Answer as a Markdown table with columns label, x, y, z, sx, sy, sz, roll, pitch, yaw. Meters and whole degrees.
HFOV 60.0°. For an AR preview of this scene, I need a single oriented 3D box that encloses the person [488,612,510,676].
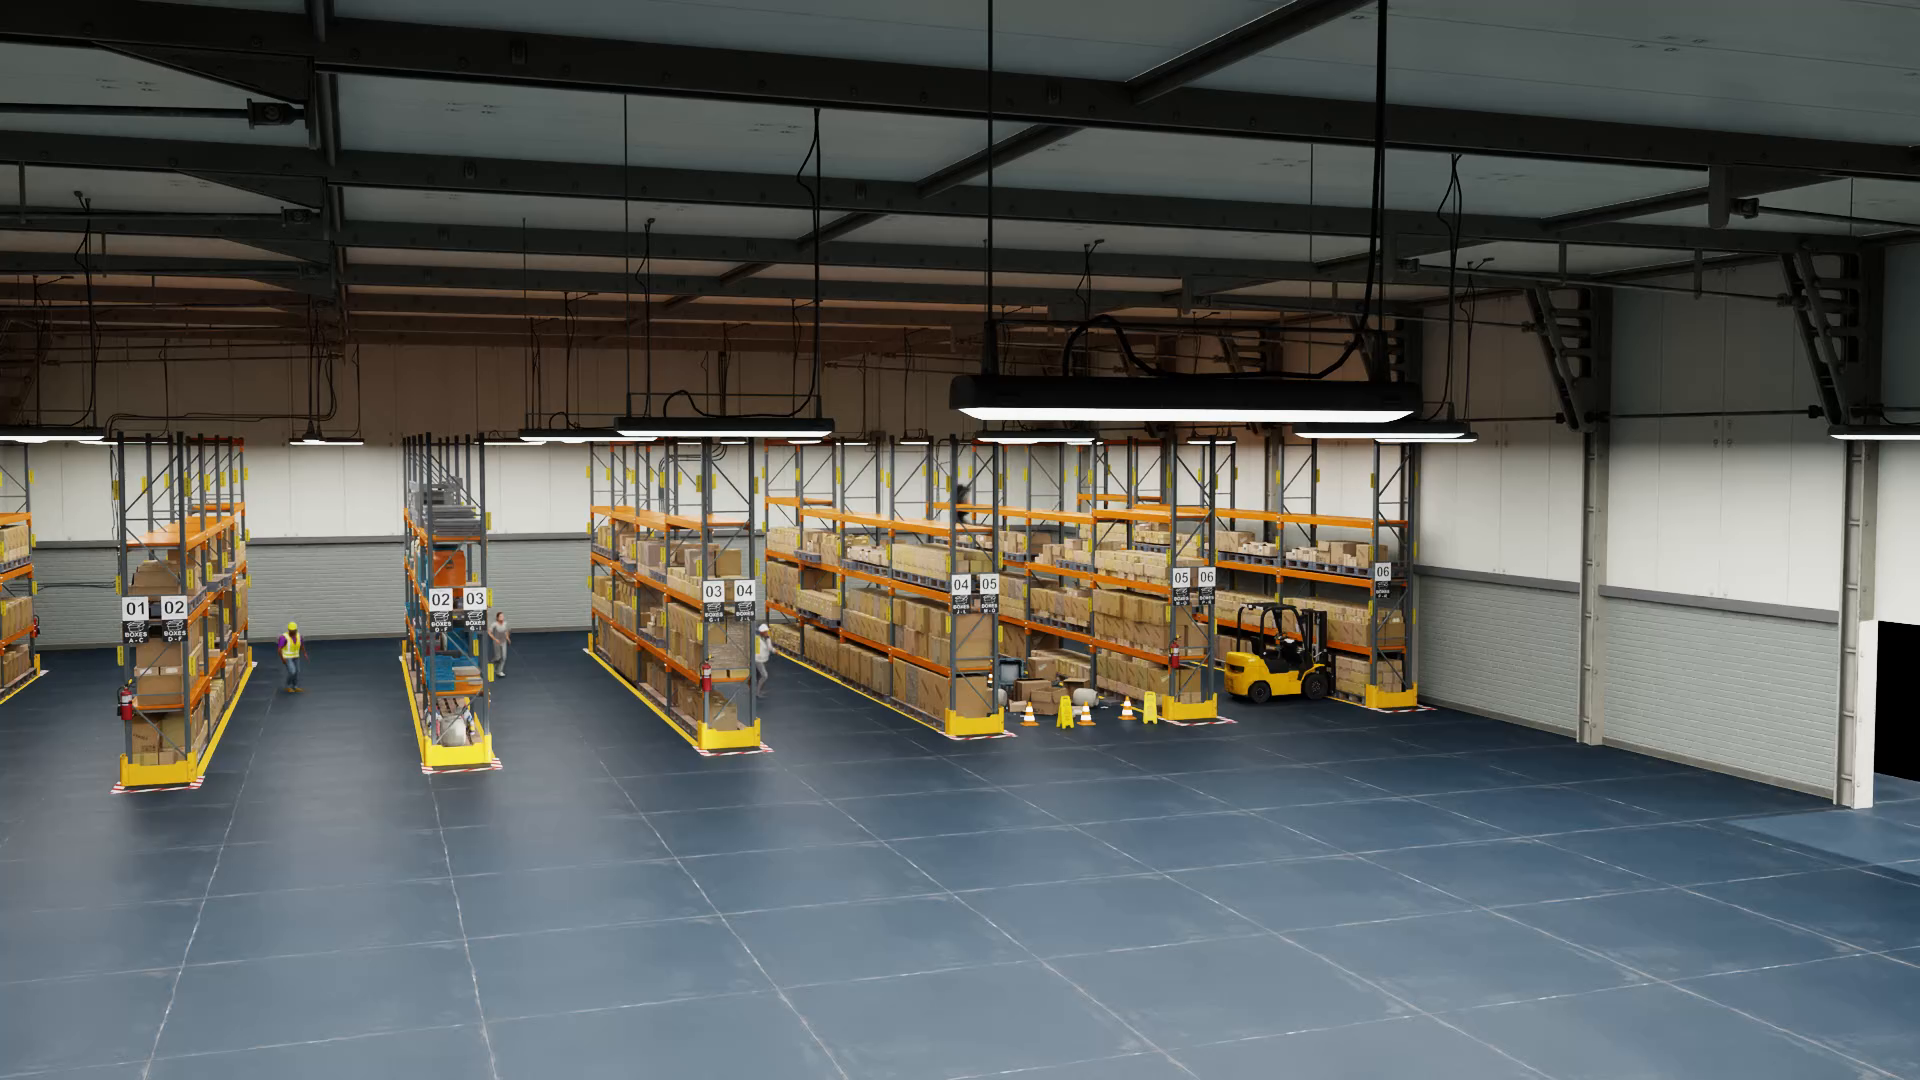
| label | x | y | z | sx | sy | sz | roll | pitch | yaw |
| --- | --- | --- | --- | --- | --- | --- | --- | --- | --- |
| person | -11.630 | 2.607 | 41.878 | 0.562 | 1.613 | 0.645 | -3 | 4 | -39 |

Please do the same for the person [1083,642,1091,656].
| label | x | y | z | sx | sy | sz | roll | pitch | yaw |
| --- | --- | --- | --- | --- | --- | --- | --- | --- | --- |
| person | 3.409 | 2.405 | 43.924 | 0.702 | 1.773 | 0.969 | -1 | 3 | -18 |

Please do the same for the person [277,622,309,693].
| label | x | y | z | sx | sy | sz | roll | pitch | yaw |
| --- | --- | --- | --- | --- | --- | --- | --- | --- | --- |
| person | -15.579 | 2.731 | 38.792 | 0.610 | 1.695 | 0.695 | 2 | 4 | 28 |

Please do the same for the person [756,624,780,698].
| label | x | y | z | sx | sy | sz | roll | pitch | yaw |
| --- | --- | --- | --- | --- | --- | --- | --- | --- | --- |
| person | -4.534 | 2.784 | 38.256 | 0.838 | 1.739 | 0.664 | 1 | 3 | 23 |
